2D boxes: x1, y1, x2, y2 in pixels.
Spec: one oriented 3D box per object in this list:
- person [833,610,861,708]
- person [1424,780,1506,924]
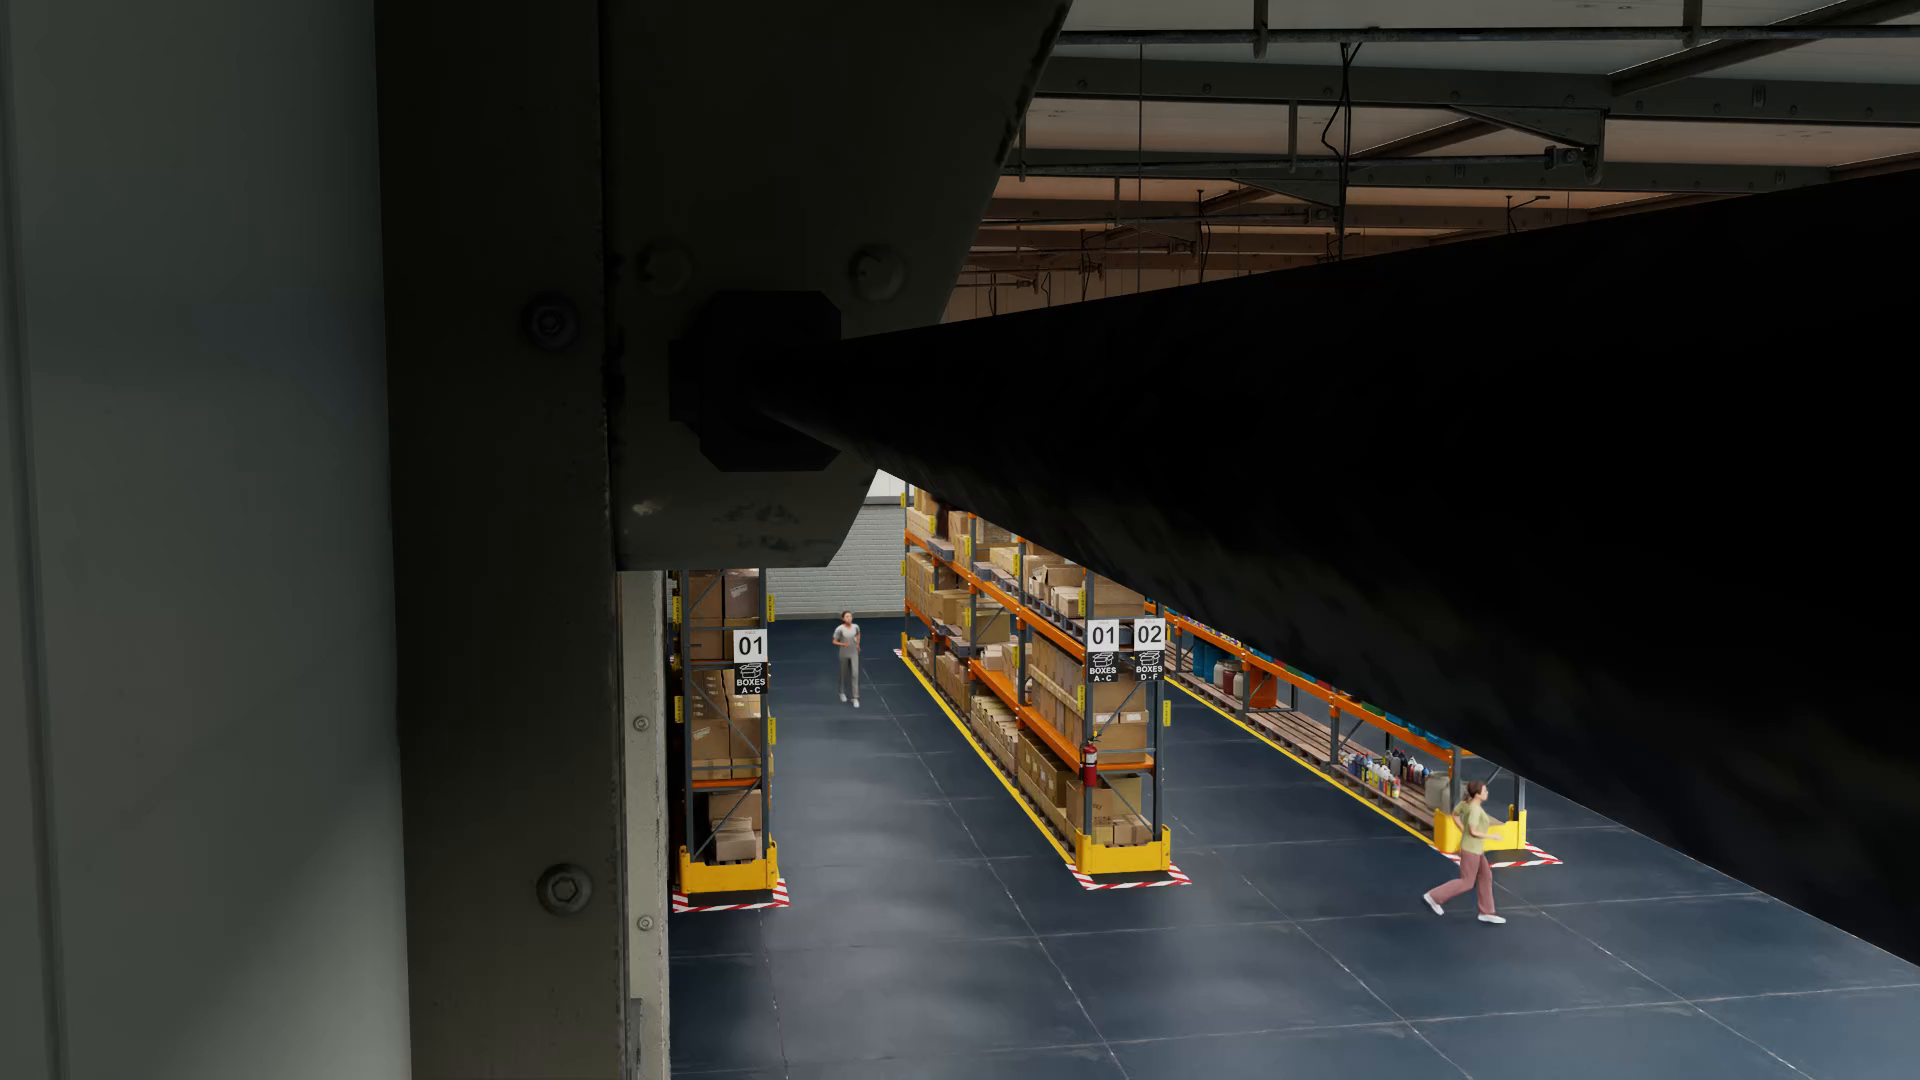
[{"bbox_3d":[-2.011,2.102,29.833,0.566,1.697,0.888,-2,6,-20],"label":"person"},{"bbox_3d":[5.774,3.543,18.932,0.903,1.654,0.562,1,6,9],"label":"person"}]
